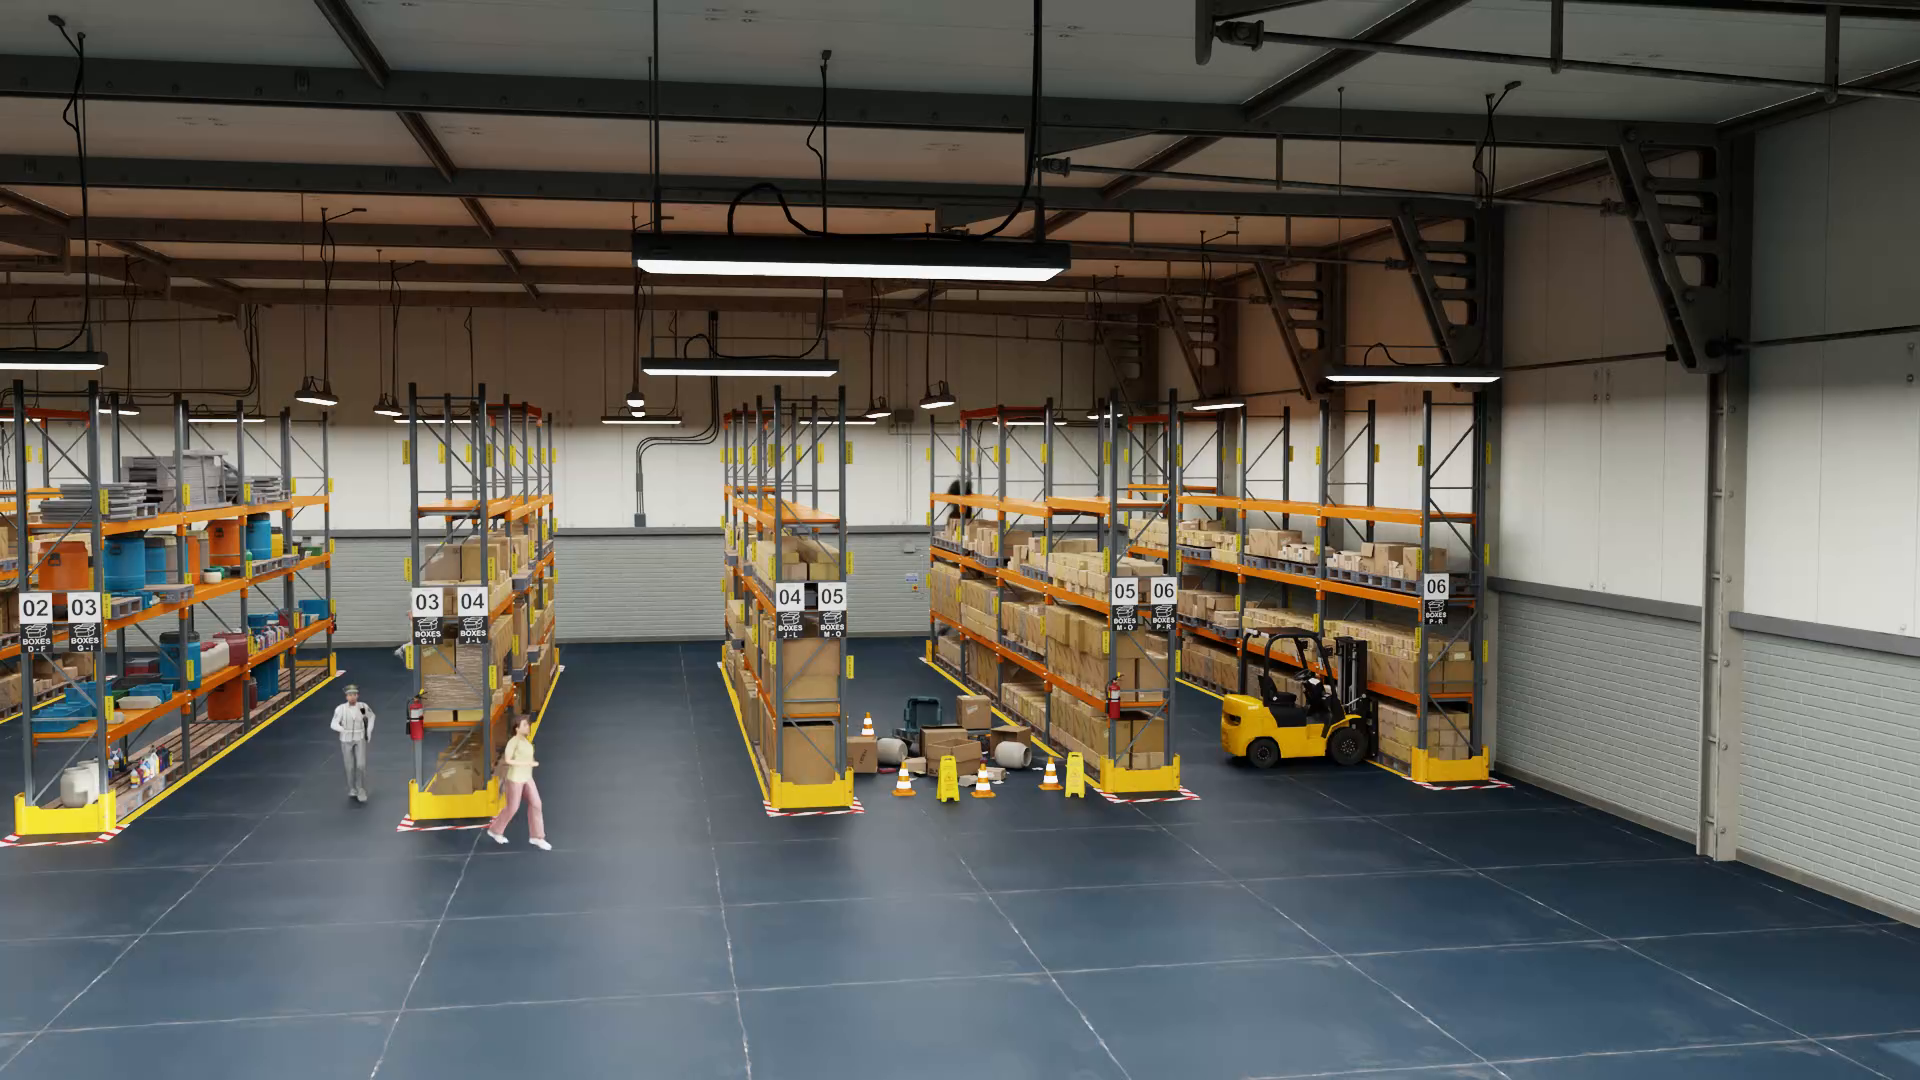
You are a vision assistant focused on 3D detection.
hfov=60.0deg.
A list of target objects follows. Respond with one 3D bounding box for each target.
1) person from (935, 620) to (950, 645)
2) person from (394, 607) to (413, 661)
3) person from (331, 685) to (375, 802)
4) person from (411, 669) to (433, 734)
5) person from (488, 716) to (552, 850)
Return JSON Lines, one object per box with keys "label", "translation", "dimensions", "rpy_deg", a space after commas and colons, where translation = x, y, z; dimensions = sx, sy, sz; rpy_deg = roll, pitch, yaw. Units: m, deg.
{"label": "person", "translation": [-0.428, 2.109, 41.841], "dimensions": [0.760, 1.520, 0.609], "rpy_deg": [1, 3, 20]}
{"label": "person", "translation": [-12.860, 2.122, 39.477], "dimensions": [1.134, 1.813, 0.623], "rpy_deg": [-1, 3, -21]}
{"label": "person", "translation": [-8.798, 2.943, 24.109], "dimensions": [0.601, 1.712, 0.683], "rpy_deg": [-1, 3, -18]}
{"label": "person", "translation": [-9.782, 2.593, 30.351], "dimensions": [0.628, 1.766, 0.938], "rpy_deg": [-1, 3, -15]}
{"label": "person", "translation": [-5.639, 3.089, 21.181], "dimensions": [0.864, 1.700, 0.565], "rpy_deg": [1, 3, 18]}
